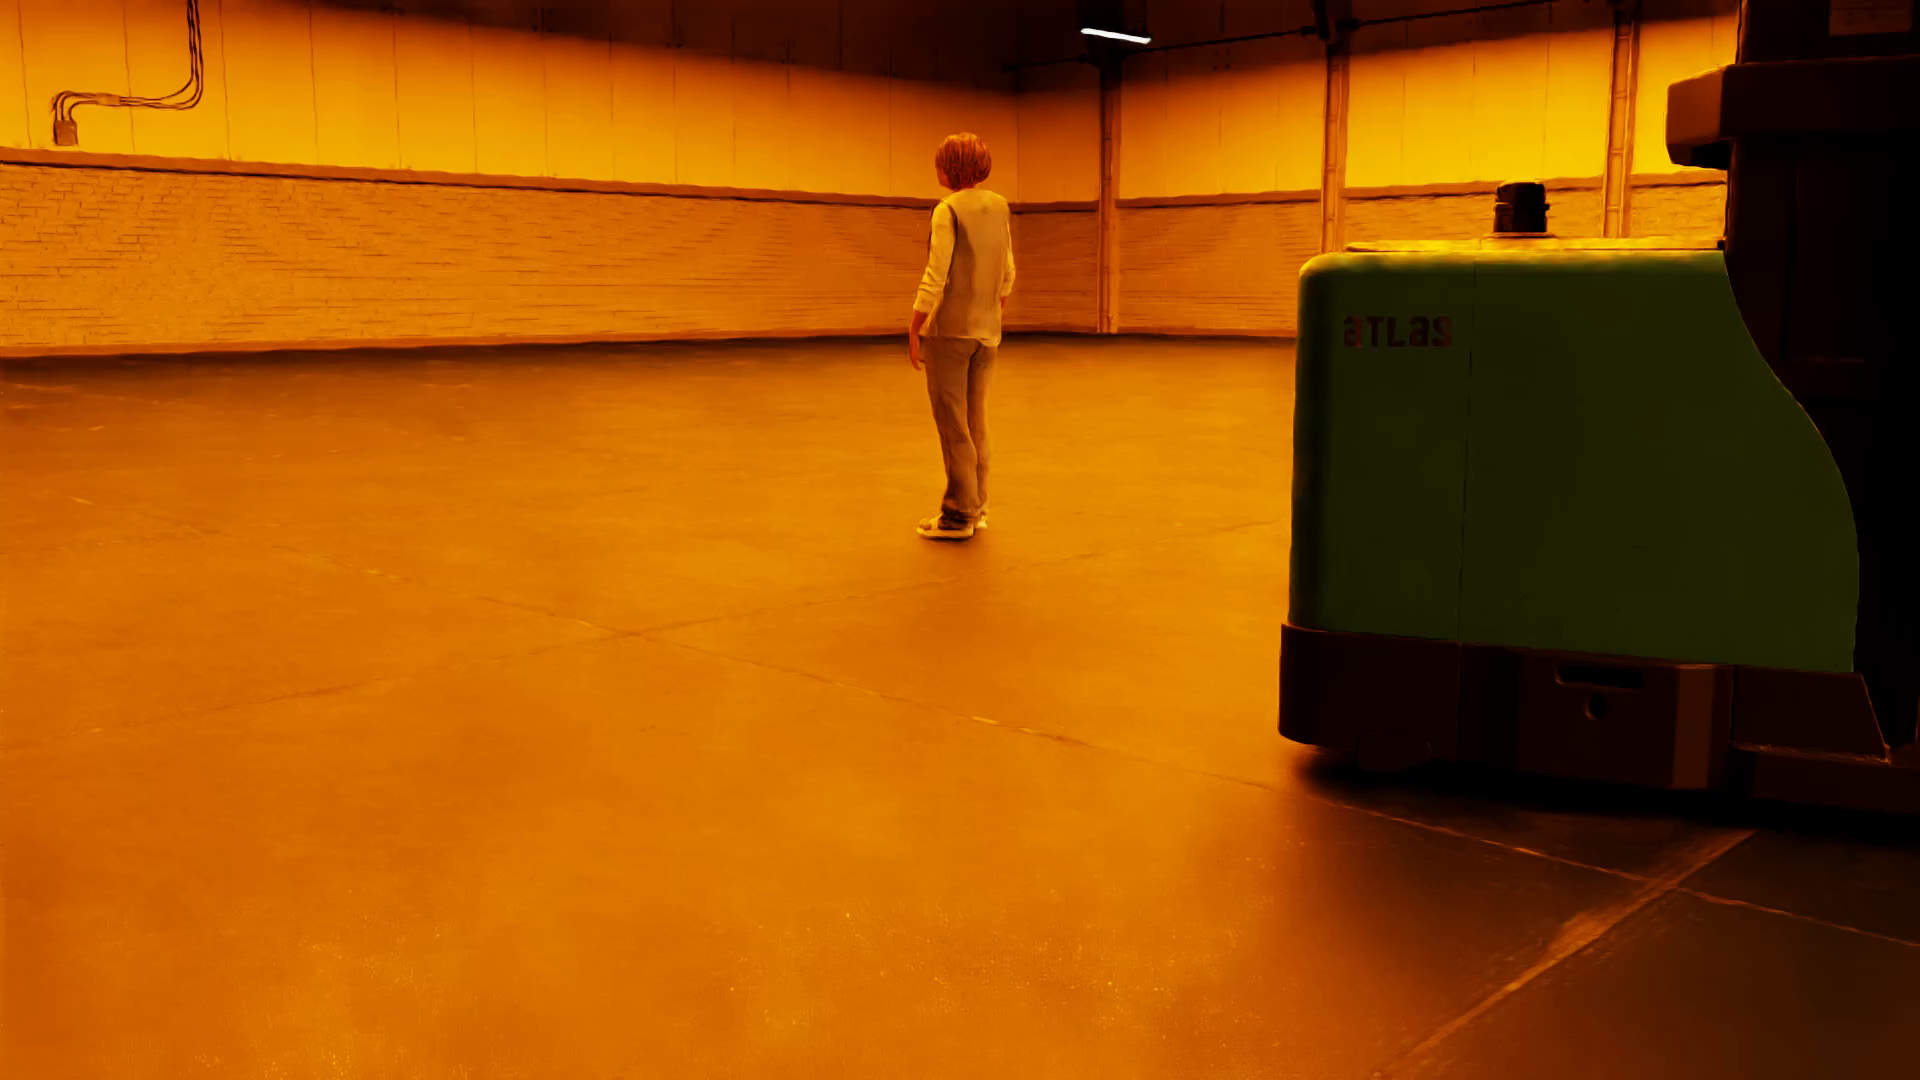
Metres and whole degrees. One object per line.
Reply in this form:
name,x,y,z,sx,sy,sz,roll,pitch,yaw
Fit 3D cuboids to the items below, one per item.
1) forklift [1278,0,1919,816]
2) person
forklift,2.238,-0.941,3.119,3.031,2.935,1.130,4,9,24
person,-0.044,-0.806,6.658,0.474,1.597,0.521,8,12,43
